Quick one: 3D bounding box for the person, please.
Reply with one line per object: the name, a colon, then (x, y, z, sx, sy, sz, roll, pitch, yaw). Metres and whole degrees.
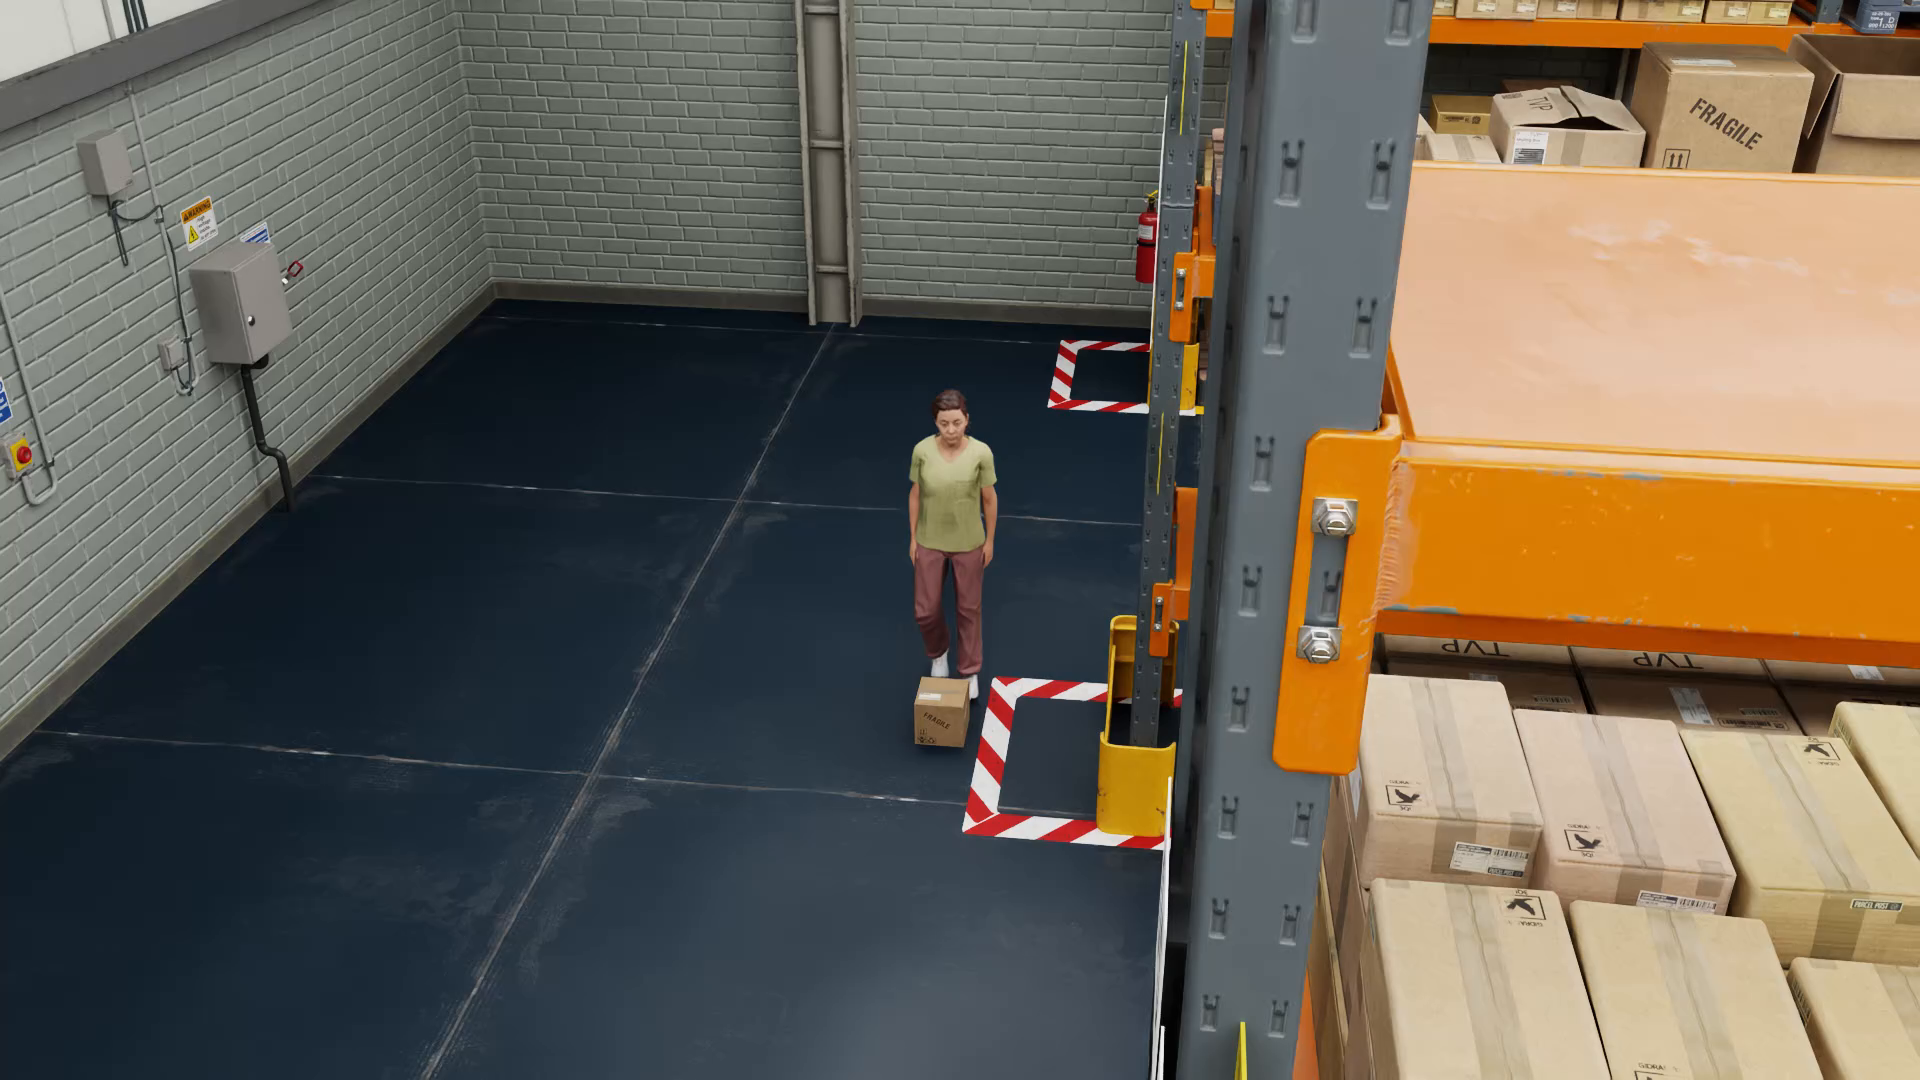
person: (-0.039, 0.016, 8.577, 0.454, 1.680, 0.432, 2, 29, 4)
